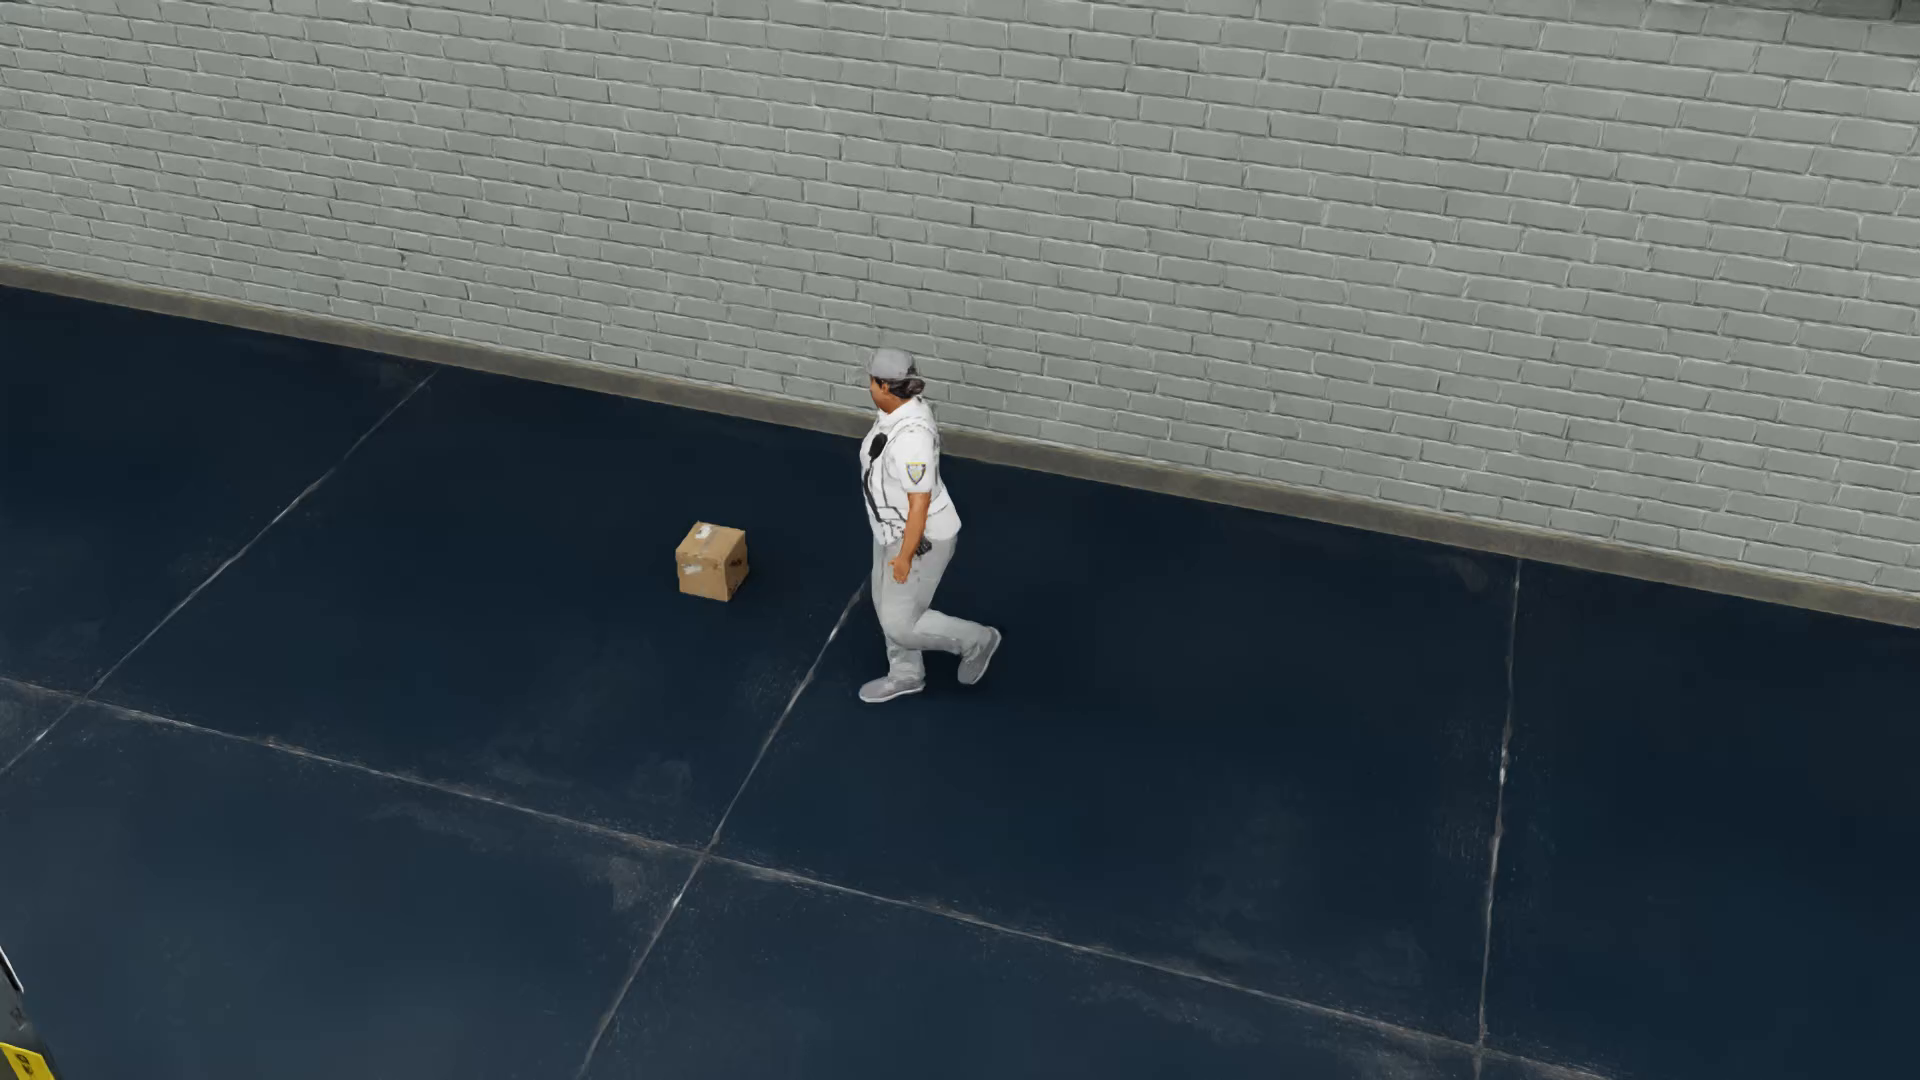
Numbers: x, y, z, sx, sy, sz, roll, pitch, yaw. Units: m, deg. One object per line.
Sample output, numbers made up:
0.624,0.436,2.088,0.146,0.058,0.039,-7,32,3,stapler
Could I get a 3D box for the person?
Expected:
-0.162,-0.039,6.960,0.622,1.630,0.548,-9,38,-11,person
